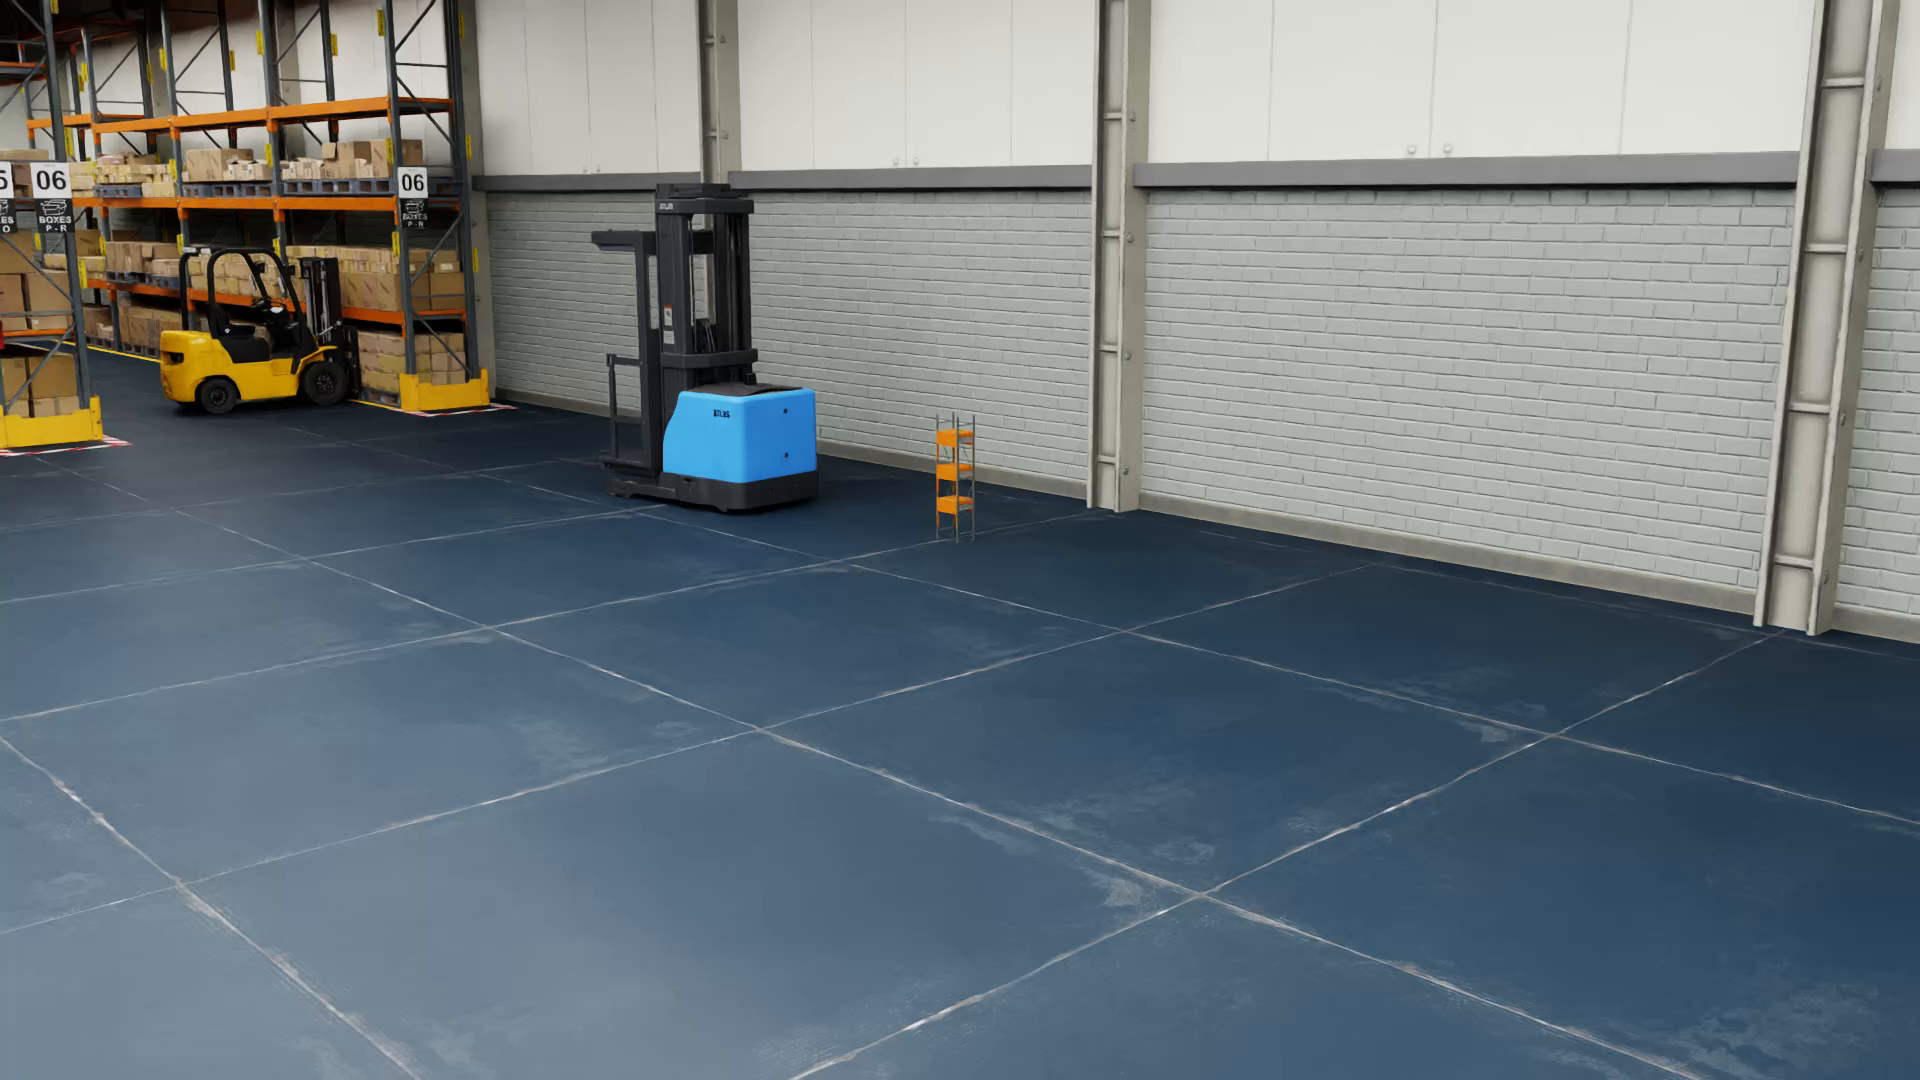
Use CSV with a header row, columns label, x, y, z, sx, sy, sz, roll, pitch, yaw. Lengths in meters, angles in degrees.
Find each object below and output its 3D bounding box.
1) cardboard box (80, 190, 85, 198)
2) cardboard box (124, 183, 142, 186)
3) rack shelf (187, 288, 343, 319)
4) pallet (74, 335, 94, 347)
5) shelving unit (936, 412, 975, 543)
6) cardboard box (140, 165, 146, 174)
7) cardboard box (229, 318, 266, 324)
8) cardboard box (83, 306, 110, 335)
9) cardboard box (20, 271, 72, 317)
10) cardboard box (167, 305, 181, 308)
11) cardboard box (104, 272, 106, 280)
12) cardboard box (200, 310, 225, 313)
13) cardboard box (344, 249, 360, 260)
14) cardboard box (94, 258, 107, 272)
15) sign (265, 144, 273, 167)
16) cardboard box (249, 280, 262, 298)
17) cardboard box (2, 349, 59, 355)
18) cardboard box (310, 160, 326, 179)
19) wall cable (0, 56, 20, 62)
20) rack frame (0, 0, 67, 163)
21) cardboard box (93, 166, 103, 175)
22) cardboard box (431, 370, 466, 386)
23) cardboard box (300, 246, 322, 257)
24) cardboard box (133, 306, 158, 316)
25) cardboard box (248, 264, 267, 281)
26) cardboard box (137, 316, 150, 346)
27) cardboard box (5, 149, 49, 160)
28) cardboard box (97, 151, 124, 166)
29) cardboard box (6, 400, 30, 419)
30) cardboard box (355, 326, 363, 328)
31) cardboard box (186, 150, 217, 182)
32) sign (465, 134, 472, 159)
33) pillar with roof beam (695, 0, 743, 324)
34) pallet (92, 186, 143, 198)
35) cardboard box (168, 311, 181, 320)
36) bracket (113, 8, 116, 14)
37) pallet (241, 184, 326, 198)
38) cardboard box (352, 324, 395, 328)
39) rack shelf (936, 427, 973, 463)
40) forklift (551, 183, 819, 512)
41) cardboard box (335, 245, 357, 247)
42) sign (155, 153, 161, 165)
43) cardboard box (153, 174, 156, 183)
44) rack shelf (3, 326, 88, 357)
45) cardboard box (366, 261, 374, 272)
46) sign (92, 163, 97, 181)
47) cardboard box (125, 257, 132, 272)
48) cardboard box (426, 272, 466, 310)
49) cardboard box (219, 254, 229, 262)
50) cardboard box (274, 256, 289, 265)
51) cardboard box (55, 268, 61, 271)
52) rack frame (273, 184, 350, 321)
label,x,y,z,sx,sy,sz,roll,pitch,yaw
cardboard box,-16.303,-6.513,31.280,0.380,0.149,0.250,-11,16,-43
cardboard box,-15.472,-6.697,31.187,0.500,0.250,0.500,-11,16,-44
rack shelf,-11.185,-3.815,26.776,1.077,0.370,4.000,-11,16,-43
pallet,-16.649,-3.955,32.586,1.003,0.211,1.213,-11,16,-43
shelving unit,-0.037,-0.522,13.843,0.215,1.050,0.252,-11,16,-43
cardboard box,-13.913,-6.394,28.725,0.380,0.149,0.250,-11,16,-42
cardboard box,-11.688,-3.314,27.409,0.875,0.625,0.625,-10,15,-41
cardboard box,-16.882,-4.284,32.426,0.500,0.500,0.500,-11,16,-42
cardboard box,-10.755,-2.901,19.576,0.500,0.500,0.500,-11,16,-43
cardboard box,-14.310,-4.223,30.520,0.250,0.149,0.380,11,16,42
cardboard box,-15.731,-4.931,31.034,0.380,0.149,0.250,-11,16,-42
cardboard box,-13.094,-3.945,29.173,0.380,0.149,0.250,-11,16,-42
cardboard box,-8.395,-3.999,23.295,0.380,0.149,0.250,-10,16,-41
cardboard box,-15.856,-5.155,31.134,0.500,0.250,0.500,-10,16,-41
sign,-10.189,-5.675,24.526,0.100,0.325,0.005,-11,16,-43
cardboard box,-10.692,-3.911,25.834,0.500,0.250,0.500,-11,16,-43
cardboard box,-11.367,-2.061,20.395,0.500,0.500,0.500,11,16,43
cardboard box,-8.998,-5.274,23.688,0.258,0.266,0.396,11,16,44
wall cable,-21.062,-12.291,37.485,2.988,3.039,0.133,-11,16,-43
rack frame,-10.629,-5.537,18.488,1.000,3.000,0.127,-11,16,-43
cardboard box,-15.439,-6.684,30.085,0.380,0.149,0.250,-10,15,-41
cardboard box,-7.239,-2.249,23.168,0.500,0.250,0.500,-11,16,-42
cardboard box,-9.539,-4.276,24.642,0.380,0.149,0.250,-11,16,-42
cardboard box,-14.840,-4.187,30.346,0.250,0.149,0.380,11,16,42
cardboard box,-10.688,-4.157,25.786,0.500,0.250,0.500,11,16,44
cardboard box,-14.441,-3.772,29.941,0.500,0.500,0.500,11,16,43
cardboard box,-10.727,-4.416,19.125,0.380,0.149,0.250,-11,16,-43
cardboard box,-15.373,-6.899,30.102,0.396,0.266,0.258,-11,16,-43
cardboard box,-11.398,-1.542,19.736,0.500,0.250,0.500,-11,16,-43
cardboard box,-8.999,-2.962,24.152,0.500,0.250,0.500,-10,15,-41
cardboard box,-12.242,-6.092,27.077,0.500,0.500,0.500,-11,16,-42
sign,-6.636,-5.304,22.425,0.100,0.325,0.005,-11,16,-43
pillar with roof beam,-5.840,-4.981,15.788,9.100,9.000,0.400,-11,16,-43
pallet,-14.929,-6.315,30.160,1.213,0.211,1.003,-11,16,-43
cardboard box,-13.601,-3.920,29.049,0.380,0.149,0.250,-10,15,-41
bracket,-15.701,-9.982,31.142,0.235,0.232,0.430,-11,16,-43
pallet,-10.422,-5.377,25.619,1.217,0.209,0.805,11,16,43
cardboard box,-8.623,-3.031,24.487,0.500,0.250,0.500,-11,16,-42
rack shelf,-0.037,-0.790,13.788,0.215,0.259,0.240,-11,16,-43
forklift,-2.778,-1.907,15.905,3.031,2.935,1.130,10,15,39
cardboard box,-9.221,-4.341,24.953,0.250,0.149,0.380,11,16,44
sign,-14.929,-7.036,30.937,0.100,0.325,0.005,-11,16,-43
cardboard box,-13.652,-6.224,28.638,0.380,0.149,0.250,-11,16,-42
rack shelf,-12.010,-2.539,20.582,1.077,0.370,4.000,-11,16,-43
cardboard box,-7.979,-3.787,23.003,0.380,0.149,0.250,-11,16,-43
sign,-15.715,-6.688,30.226,0.100,0.325,0.005,-11,16,-43
cardboard box,-14.646,-4.926,29.681,0.396,0.266,0.258,-10,15,-40
cardboard box,-7.183,-3.451,22.982,0.500,0.500,0.500,-10,15,-41
cardboard box,-11.660,-4.551,26.712,0.380,0.149,0.250,-10,16,-41
cardboard box,-10.200,-4.261,25.303,0.380,0.149,0.250,-10,15,-41
cardboard box,-17.853,-5.386,33.245,0.380,0.149,0.250,-10,16,-41
rack frame,-9.804,-3.875,25.287,1.000,3.000,0.127,-11,16,-43
